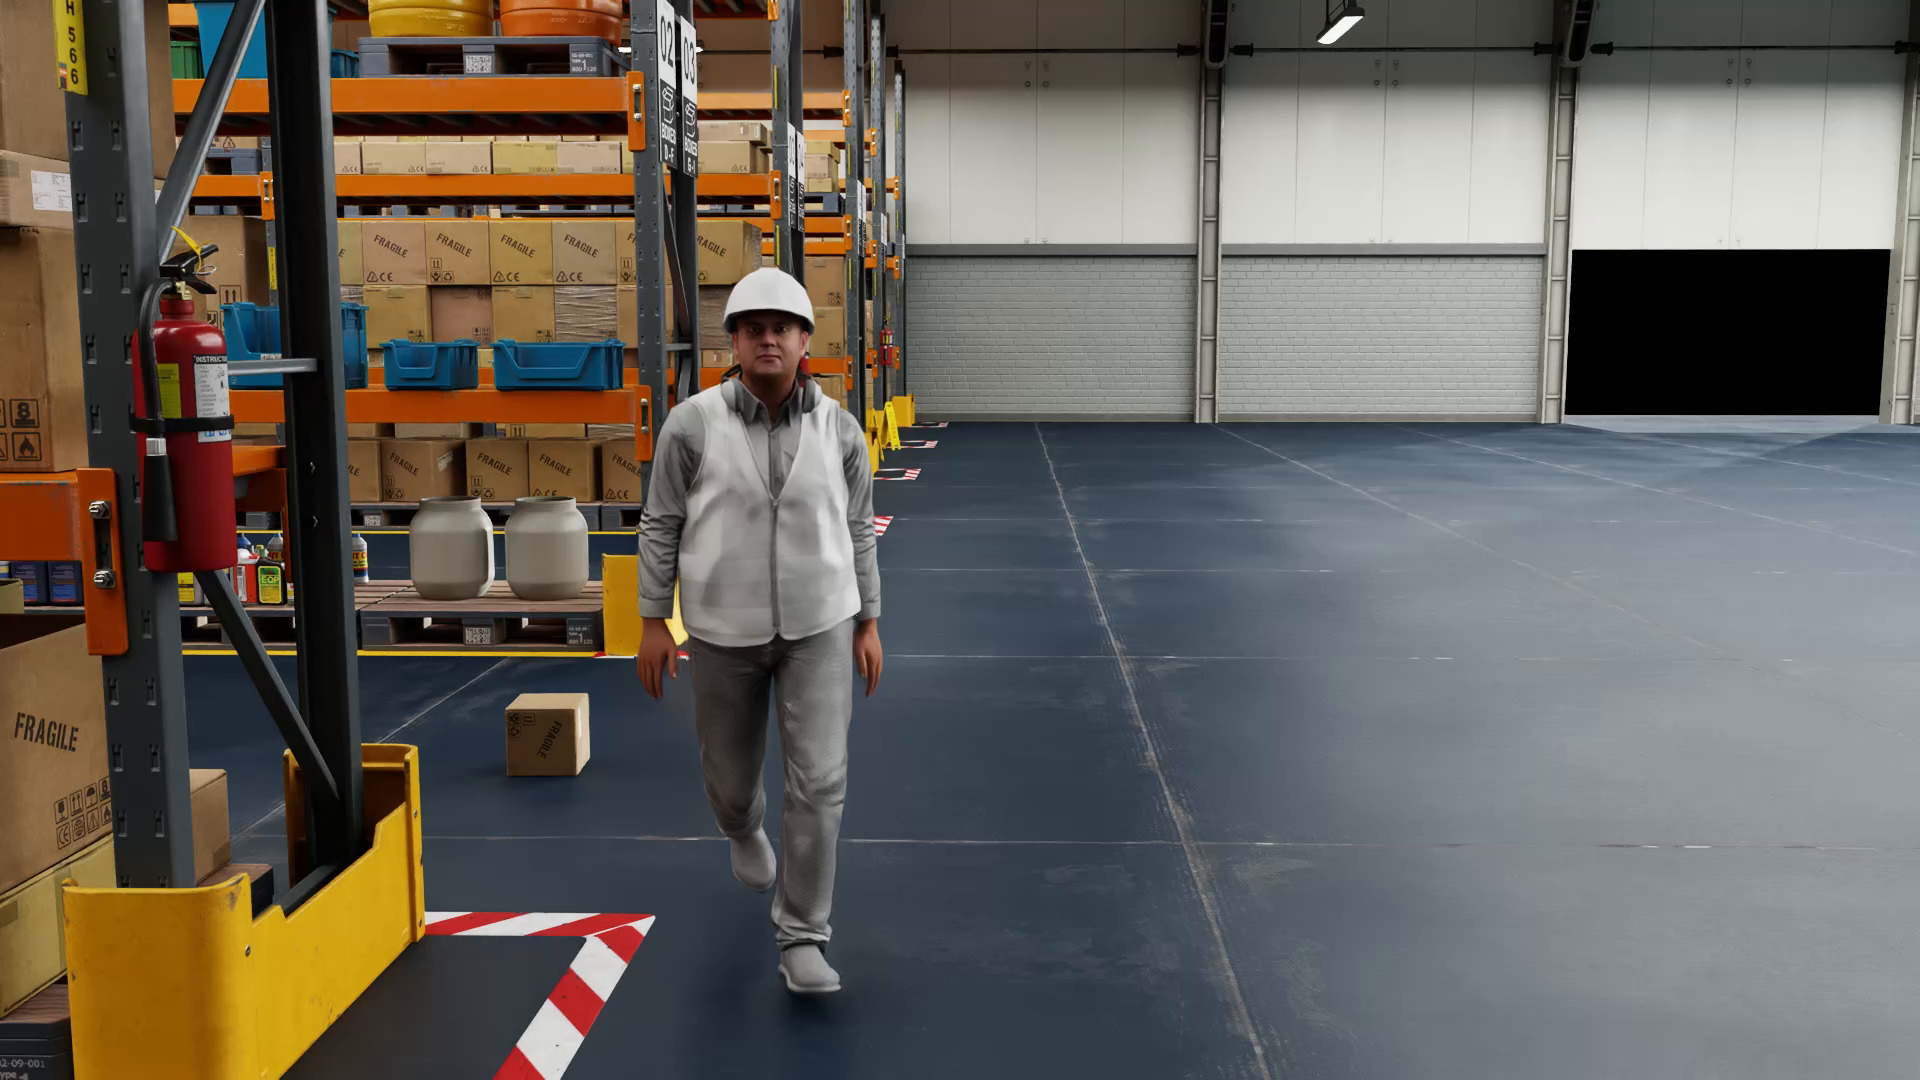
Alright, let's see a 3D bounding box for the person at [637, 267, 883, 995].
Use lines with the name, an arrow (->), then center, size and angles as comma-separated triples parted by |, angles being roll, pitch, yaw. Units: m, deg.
person -> -0.502, 0.193, 4.180 | 0.618, 1.730, 0.951 | -2, 7, -13
